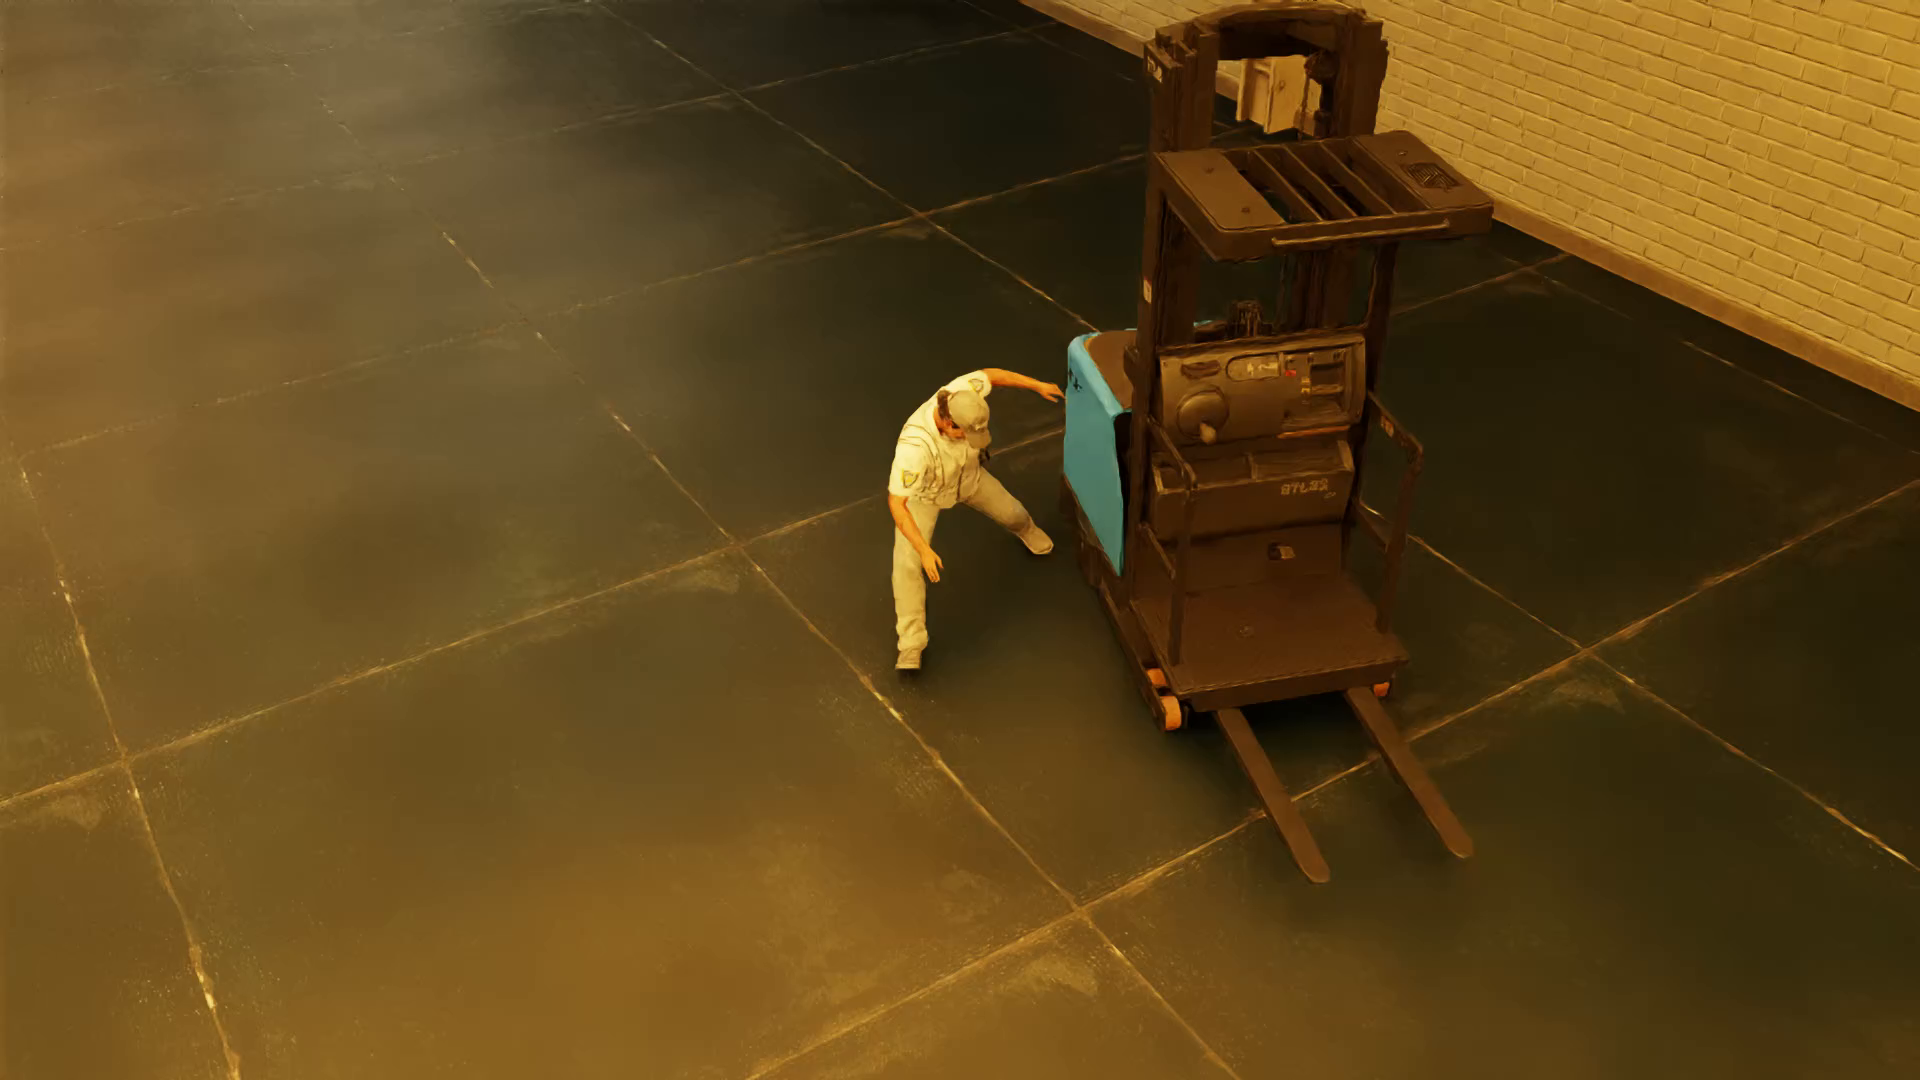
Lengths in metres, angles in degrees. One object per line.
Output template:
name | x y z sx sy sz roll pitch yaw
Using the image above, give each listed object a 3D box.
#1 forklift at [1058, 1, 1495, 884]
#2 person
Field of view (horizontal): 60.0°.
forklift | 1.355 -0.582 6.976 1.130 2.935 3.031 -8 36 -11
person | 0.044 -0.211 7.850 1.270 1.352 0.741 -23 41 -29
